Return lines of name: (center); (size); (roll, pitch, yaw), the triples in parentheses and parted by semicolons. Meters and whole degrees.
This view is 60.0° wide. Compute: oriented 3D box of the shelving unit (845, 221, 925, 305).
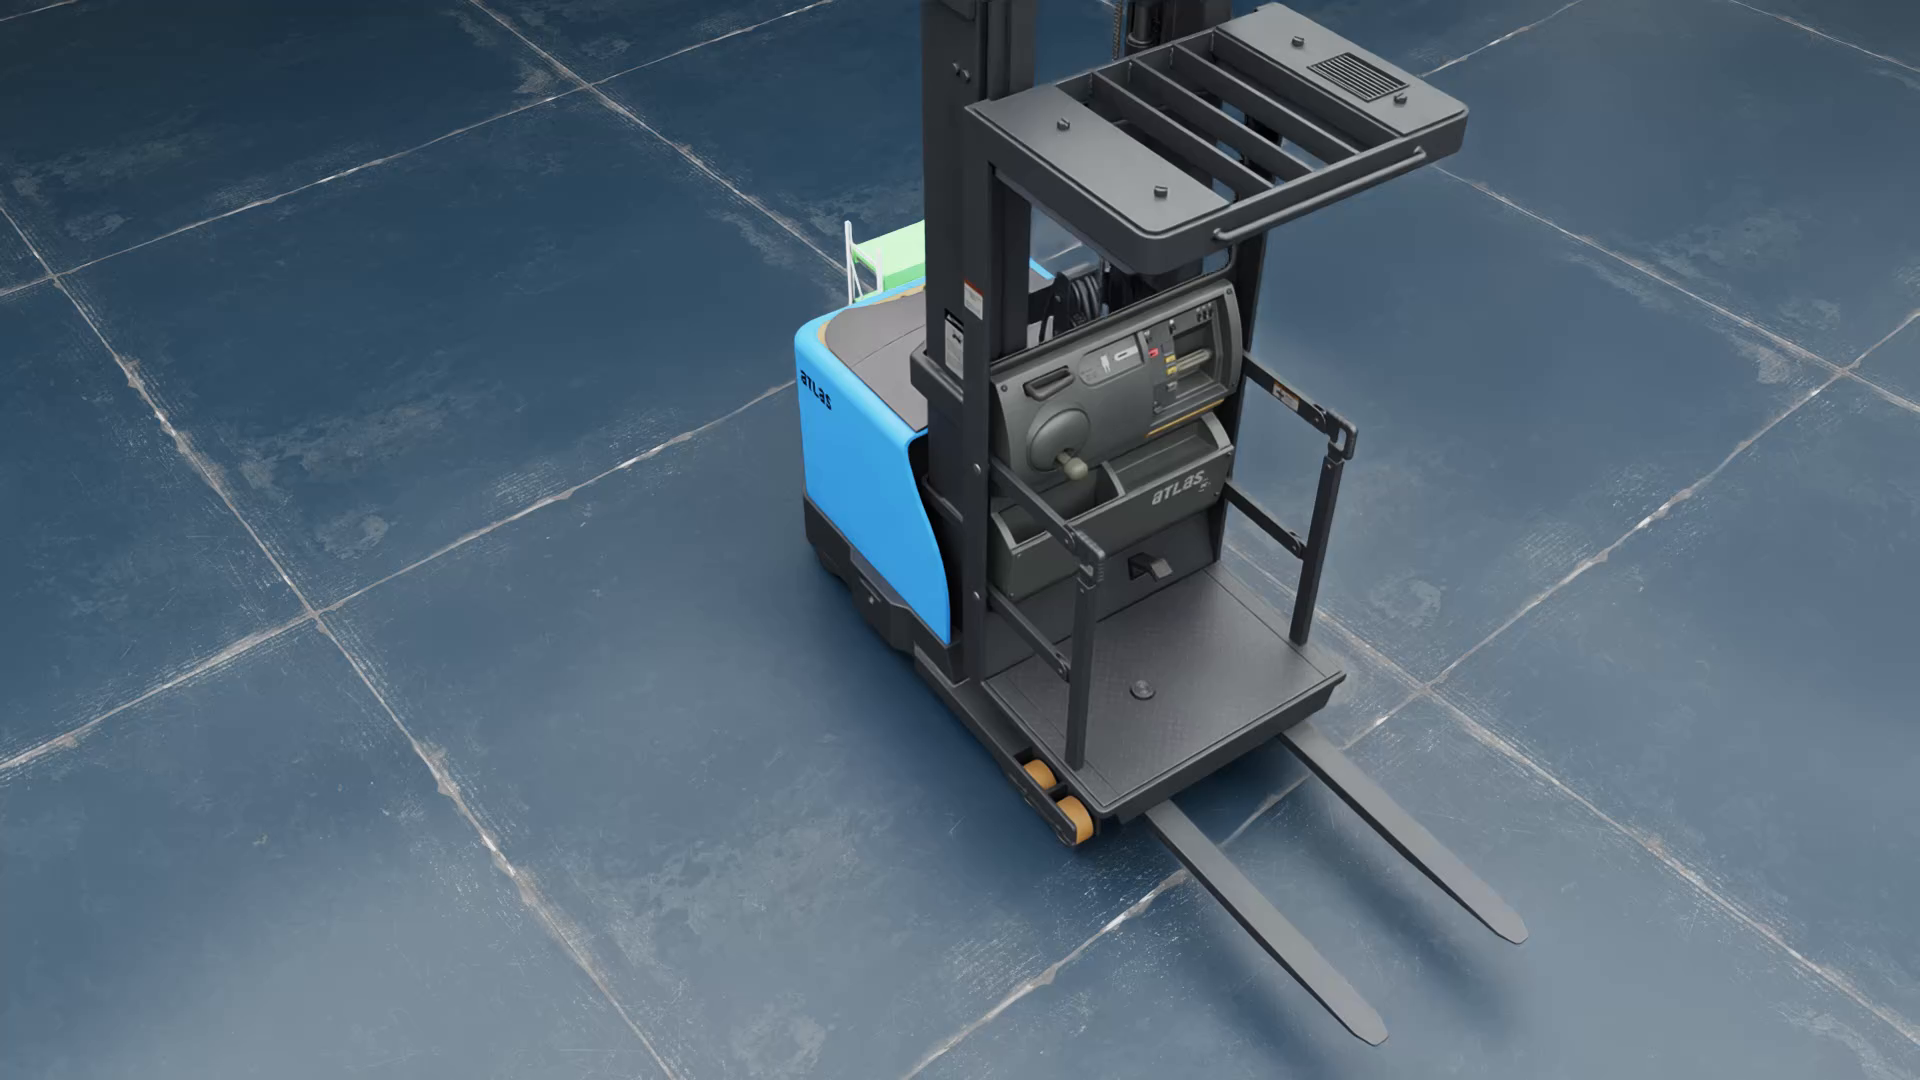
shelving unit: (-0.159, -0.791, 6.716); (0.503, 1.200, 0.258); (-25, 49, -24)

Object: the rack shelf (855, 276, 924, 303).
rack shelf: (-0.160, -0.920, 6.596); (0.480, 0.148, 0.258); (-25, 49, -24)

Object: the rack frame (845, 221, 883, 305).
rack frame: (-0.361, -0.697, 6.615); (0.015, 1.200, 0.240); (-25, 49, -24)

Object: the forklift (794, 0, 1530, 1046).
forklift: (0.630, -0.412, 5.048); (1.130, 2.935, 3.031); (-25, 49, -24)

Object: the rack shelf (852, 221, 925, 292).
rack shelf: (-0.160, -1.095, 6.432); (0.480, 0.148, 0.258); (-25, 49, -24)
